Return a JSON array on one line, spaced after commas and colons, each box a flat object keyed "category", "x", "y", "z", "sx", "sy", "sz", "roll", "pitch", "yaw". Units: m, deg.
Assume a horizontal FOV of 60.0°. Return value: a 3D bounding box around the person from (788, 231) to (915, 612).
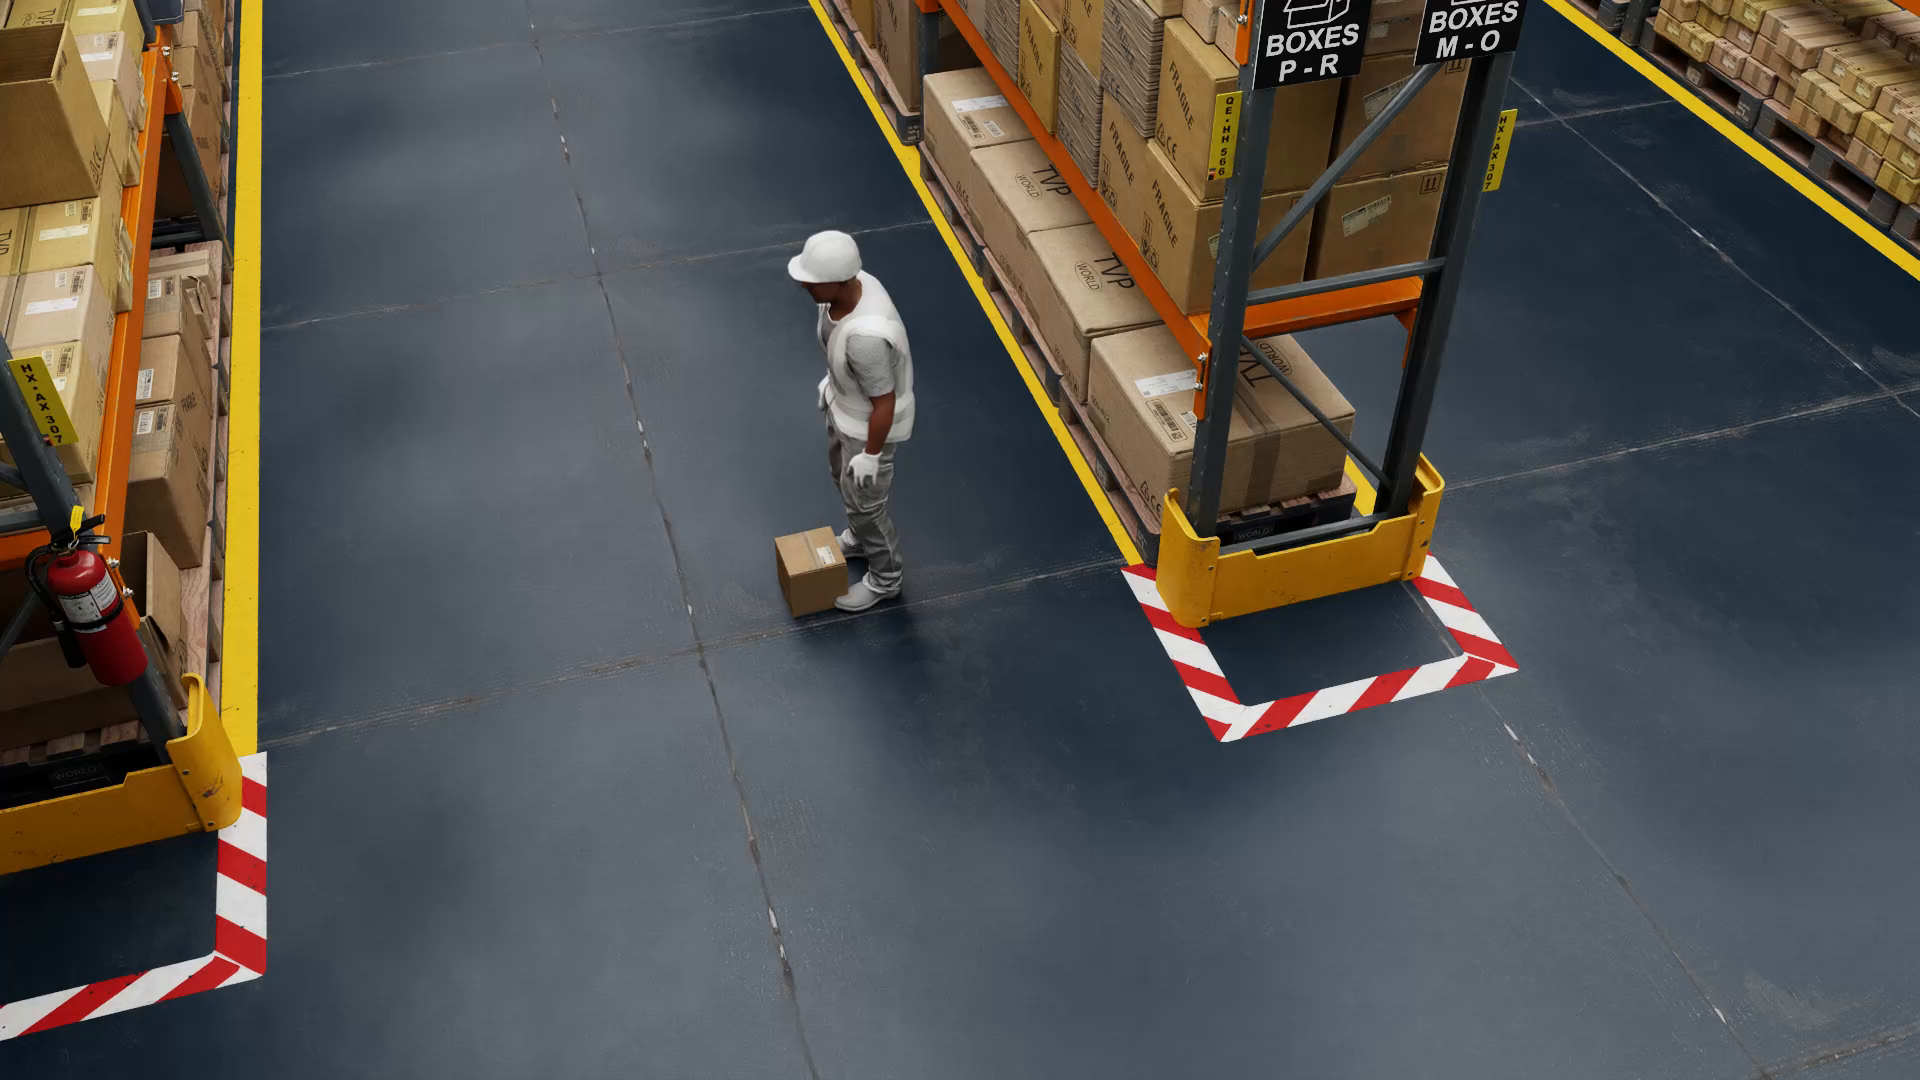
[{"category": "person", "x": -0.423, "y": -0.486, "z": 6.694, "sx": 0.450, "sy": 1.774, "sz": 0.617, "roll": -12, "pitch": 43, "yaw": -13}]
